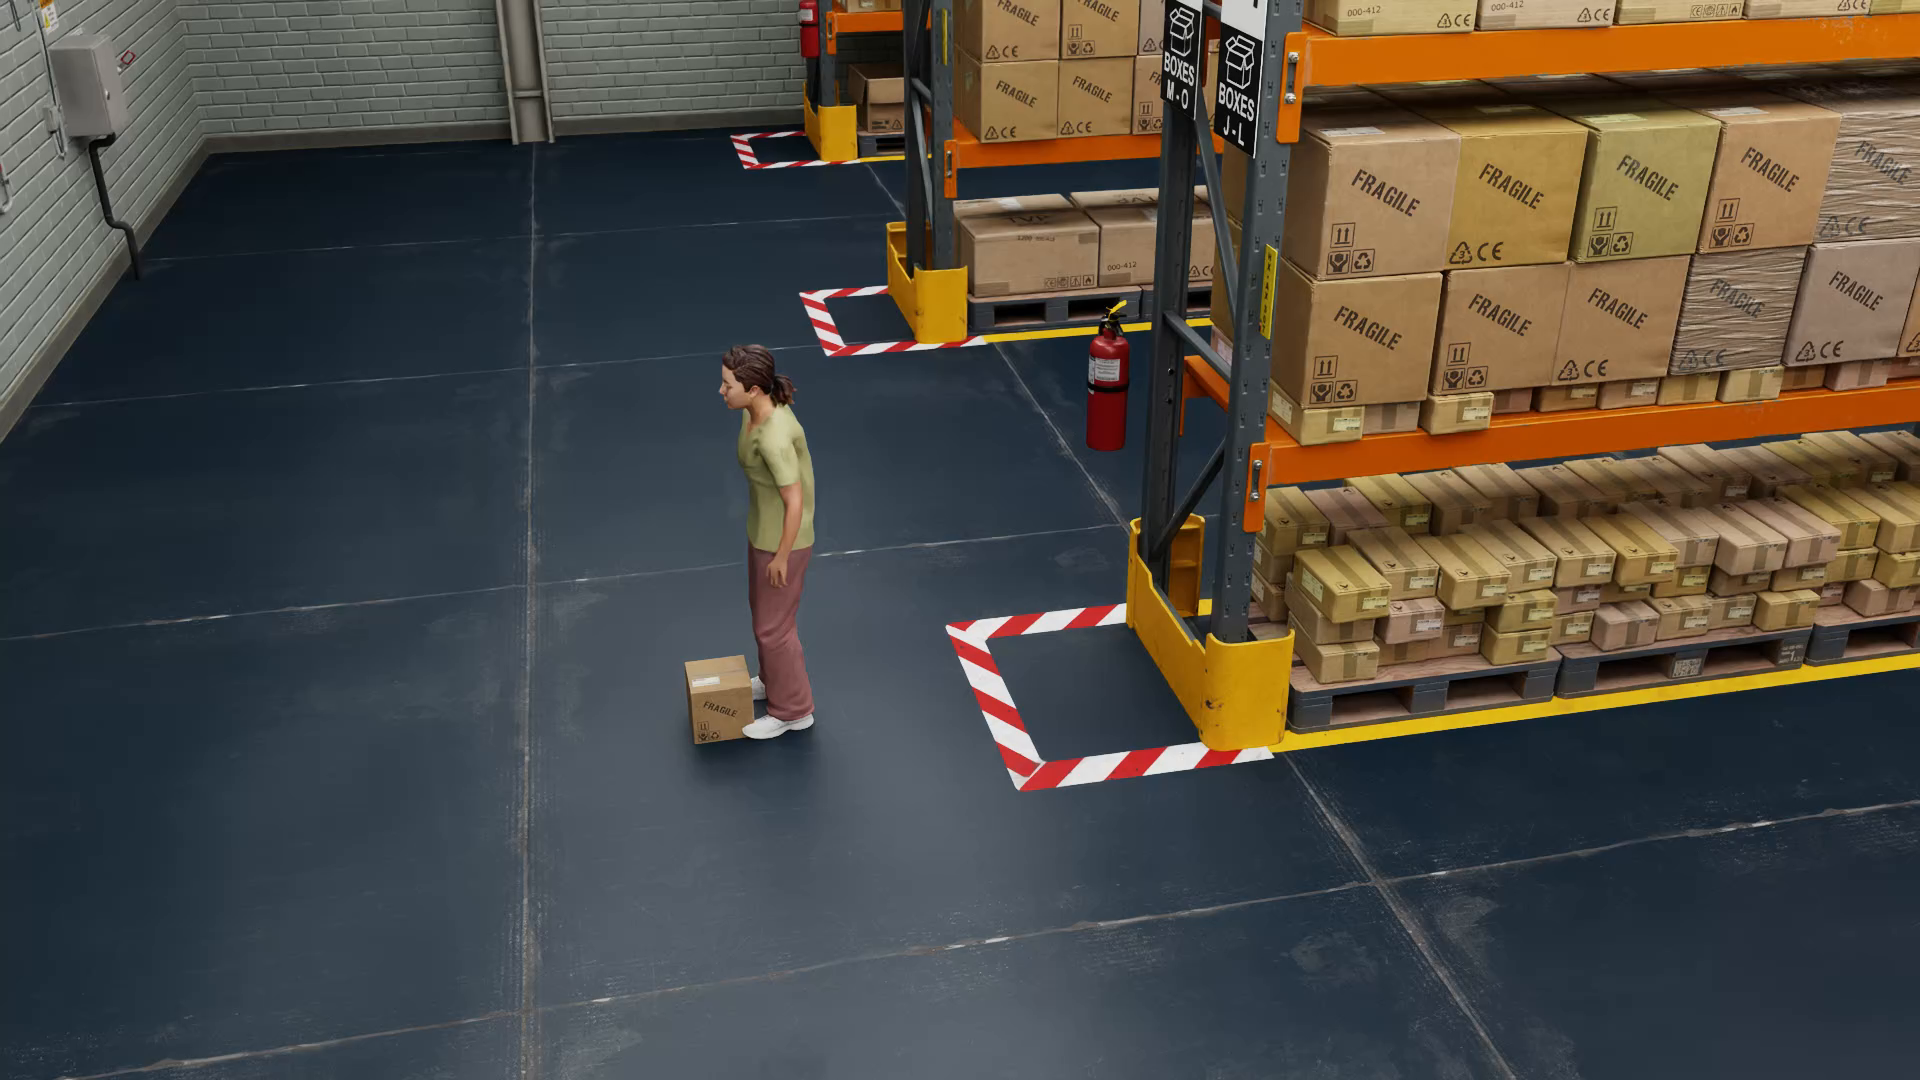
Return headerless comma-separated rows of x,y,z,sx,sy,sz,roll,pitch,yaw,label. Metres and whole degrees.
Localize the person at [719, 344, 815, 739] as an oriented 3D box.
-0.757,0.000,6.618,0.357,1.673,0.520,-7,28,-14,person
